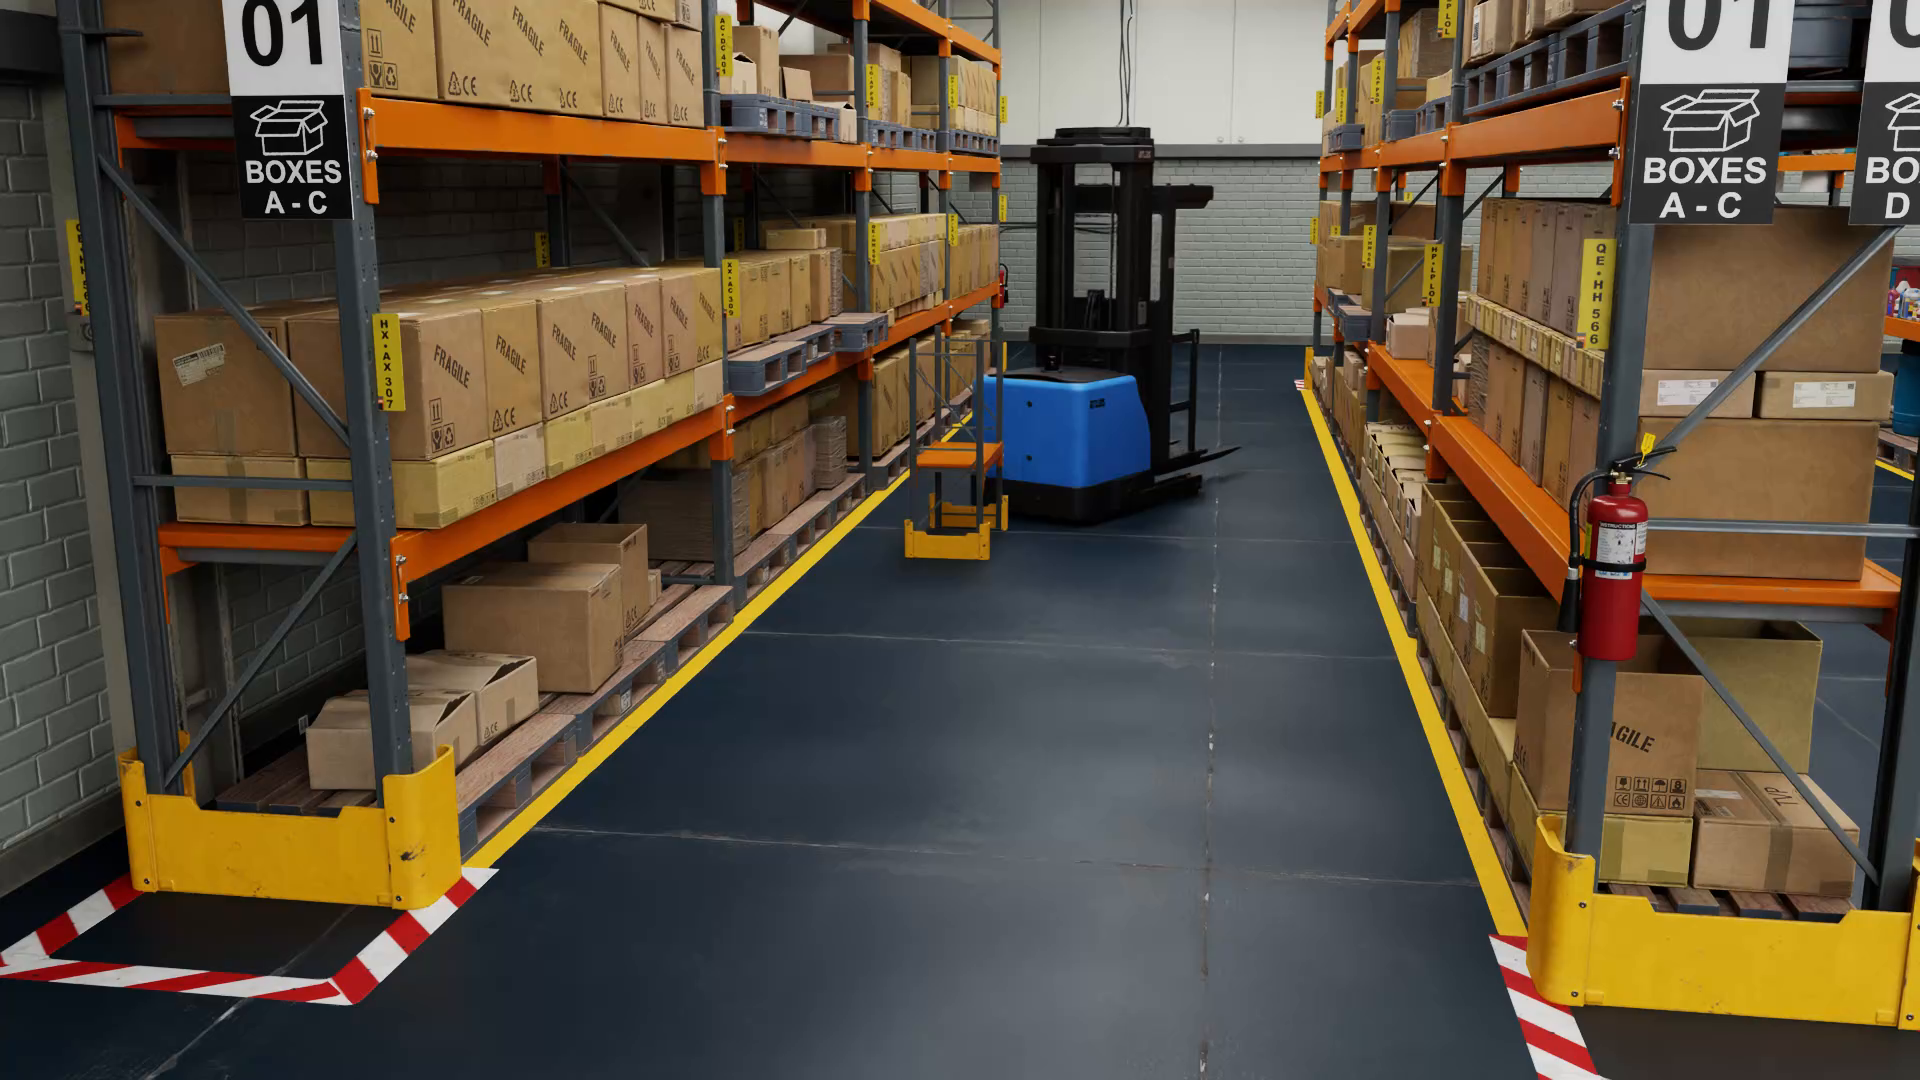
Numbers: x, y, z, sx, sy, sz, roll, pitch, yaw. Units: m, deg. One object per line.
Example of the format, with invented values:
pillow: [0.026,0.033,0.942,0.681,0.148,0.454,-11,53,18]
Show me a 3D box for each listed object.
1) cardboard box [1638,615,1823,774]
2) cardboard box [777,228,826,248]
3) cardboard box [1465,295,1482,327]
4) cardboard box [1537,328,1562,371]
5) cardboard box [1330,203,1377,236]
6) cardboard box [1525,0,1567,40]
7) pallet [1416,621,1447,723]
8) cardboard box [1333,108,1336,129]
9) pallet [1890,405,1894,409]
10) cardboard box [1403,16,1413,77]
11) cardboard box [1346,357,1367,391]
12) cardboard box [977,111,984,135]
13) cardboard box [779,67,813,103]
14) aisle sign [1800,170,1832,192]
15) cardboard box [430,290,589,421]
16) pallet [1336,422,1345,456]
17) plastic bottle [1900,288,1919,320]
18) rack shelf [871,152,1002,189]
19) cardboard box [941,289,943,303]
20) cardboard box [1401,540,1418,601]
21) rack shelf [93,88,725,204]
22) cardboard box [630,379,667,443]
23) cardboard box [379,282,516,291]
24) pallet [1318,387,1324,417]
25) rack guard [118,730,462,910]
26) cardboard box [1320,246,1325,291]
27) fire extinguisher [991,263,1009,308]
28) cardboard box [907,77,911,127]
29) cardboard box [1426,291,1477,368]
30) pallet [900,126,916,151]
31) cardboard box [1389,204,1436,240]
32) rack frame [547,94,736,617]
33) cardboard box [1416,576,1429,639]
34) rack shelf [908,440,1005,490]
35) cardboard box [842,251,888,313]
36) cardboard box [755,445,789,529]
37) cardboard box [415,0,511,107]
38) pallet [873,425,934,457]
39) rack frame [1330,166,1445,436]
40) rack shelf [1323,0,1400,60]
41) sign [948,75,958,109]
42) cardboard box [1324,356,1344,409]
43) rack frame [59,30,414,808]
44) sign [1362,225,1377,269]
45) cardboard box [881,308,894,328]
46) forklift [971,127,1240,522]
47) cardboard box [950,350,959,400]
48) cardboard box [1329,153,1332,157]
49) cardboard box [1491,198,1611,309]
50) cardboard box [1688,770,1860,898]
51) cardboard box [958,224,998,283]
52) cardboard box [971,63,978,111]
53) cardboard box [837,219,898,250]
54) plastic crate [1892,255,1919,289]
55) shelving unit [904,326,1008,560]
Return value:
cardboard box: [2.815,0.533,6.150,0.500,0.500,0.500,2,12,9]
cardboard box: [-1.251,-2.364,13.022,0.380,0.149,0.250,0,12,1]
cardboard box: [2.820,-1.180,8.571,0.380,0.149,0.250,2,12,9]
cardboard box: [2.506,-0.752,6.586,0.380,0.149,0.250,2,12,10]
cardboard box: [4.181,-3.287,17.514,0.500,0.500,0.500,2,12,8]
cardboard box: [2.440,-2.091,6.340,0.500,0.311,0.500,3,13,15]
pallet: [2.889,0.664,8.412,1.003,0.211,1.213,2,12,9]
cardboard box: [4.249,-4.484,17.730,0.500,0.250,0.500,2,12,9]
pallet: [9.437,-1.413,18.051,1.003,0.211,1.213,2,12,9]
cardboard box: [3.820,-3.897,13.225,0.500,0.500,0.500,2,12,9]
cardboard box: [3.738,-1.483,14.864,0.500,0.250,0.500,2,12,8]
cardboard box: [-0.001,-4.790,19.104,0.500,0.250,0.500,2,12,7]
cardboard box: [-1.518,-3.116,11.918,0.797,0.503,0.637,4,13,17]
aisle sign: [10.093,-4.476,19.474,0.394,0.787,0.004,2,12,9]
cardboard box: [-1.916,-0.793,7.082,0.500,0.500,0.500,1,12,7]
pallet: [4.195,-0.995,16.110,1.003,0.211,1.213,2,12,9]
plastic bottle: [8.673,-2.147,15.129,0.152,0.276,0.135,2,12,9]
rack shelf: [-0.305,-4.220,19.040,1.077,0.370,4.000,2,12,9]
cardboard box: [-0.384,-2.496,17.004,0.380,0.149,0.250,2,12,9]
cardboard box: [2.830,0.180,9.569,0.500,0.250,0.500,2,12,8]
rack shelf: [-2.150,-1.722,7.449,1.077,0.370,4.000,2,12,9]
cardboard box: [-1.763,-0.643,8.164,0.500,0.250,0.500,2,12,8]
cardboard box: [-2.355,-0.916,7.650,0.500,0.500,0.500,2,12,9]
pallet: [4.575,-1.563,18.746,1.003,0.211,1.213,2,12,9]
rack guard: [-2.446,1.016,6.094,1.175,0.500,0.348,2,12,9]
cardboard box: [4.415,-3.115,19.088,0.500,0.500,0.500,2,12,8]
fire extinguisher: [0.482,-3.318,21.336,0.296,0.674,0.183,2,12,9]
cardboard box: [-0.856,-4.239,16.142,0.700,0.500,0.500,1,12,6]
cardboard box: [3.426,-1.395,11.110,0.500,0.500,0.500,1,12,6]
pallet: [-1.012,-3.598,14.899,1.003,0.211,1.213,2,12,11]
cardboard box: [4.634,-3.155,16.904,0.500,0.500,0.500,2,12,10]
rack frame: [-1.843,-1.023,9.621,1.000,3.000,0.127,2,12,9]
cardboard box: [2.682,0.362,8.723,0.500,0.250,0.500,2,12,9]
rack shelf: [-0.013,-0.540,11.791,0.538,0.185,1.000,2,12,9]
cardboard box: [-0.900,-2.153,13.872,0.500,0.500,0.500,2,12,10]
cardboard box: [-1.597,-0.384,11.545,0.700,0.500,0.500,2,12,9]
cardboard box: [-2.041,-1.888,6.228,0.500,0.500,0.500,3,12,12]
pallet: [-0.842,-0.908,15.704,1.003,0.211,1.213,2,12,9]
rack frame: [4.283,-2.529,16.607,1.000,3.000,0.127,2,12,9]
rack shelf: [4.591,-5.525,17.983,1.077,0.370,4.000,2,12,9]
sign: [-0.074,-4.546,16.873,0.100,0.325,0.005,2,12,9]
cardboard box: [4.090,-1.650,17.417,0.500,0.500,0.500,2,12,9]
rack frame: [-2.458,-0.191,5.757,1.000,3.000,0.127,2,12,9]
sign: [3.130,-2.239,12.702,0.100,0.325,0.005,2,12,9]
cardboard box: [-0.776,-1.909,14.278,0.380,0.149,0.250,2,12,10]
forklift: [1.346,-1.828,13.519,1.130,2.935,3.031,9,15,34]
cardboard box: [-0.396,-1.824,18.274,0.700,0.500,0.500,2,12,9]
cardboard box: [4.333,-4.344,18.265,0.500,0.250,0.500,2,12,9]
cardboard box: [2.914,-1.349,7.815,0.700,0.500,0.500,2,12,9]
cardboard box: [2.740,1.004,5.746,0.500,0.250,0.500,2,12,9]
cardboard box: [-0.066,-3.561,20.686,0.980,0.700,0.700,2,12,11]
cardboard box: [-0.082,-5.052,18.536,0.500,0.500,0.500,2,12,9]
cardboard box: [-0.821,-2.625,14.281,0.500,0.250,0.500,2,12,8]
plastic crate: [9.562,-2.606,16.671,0.402,0.464,0.583,2,12,9]
shelving unit: [-0.012,-0.717,11.762,0.587,1.500,1.083,2,12,9]
